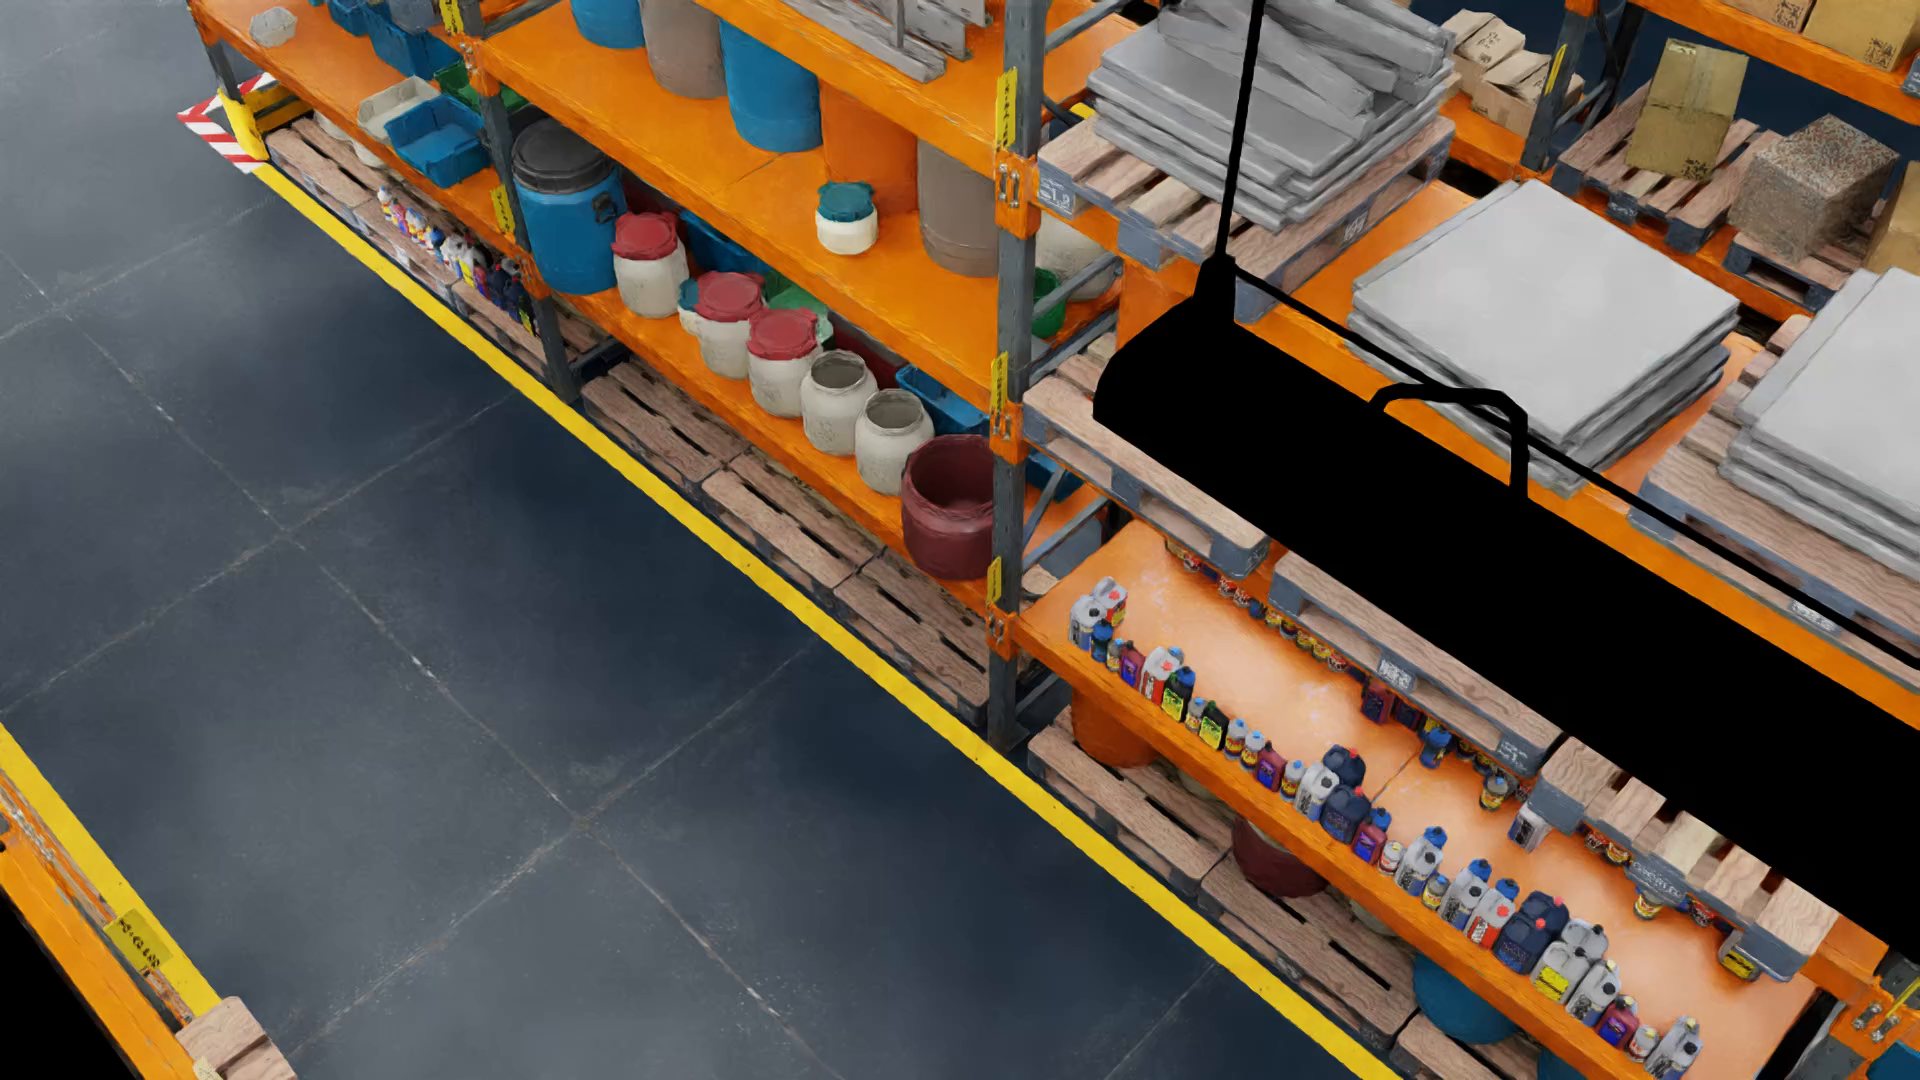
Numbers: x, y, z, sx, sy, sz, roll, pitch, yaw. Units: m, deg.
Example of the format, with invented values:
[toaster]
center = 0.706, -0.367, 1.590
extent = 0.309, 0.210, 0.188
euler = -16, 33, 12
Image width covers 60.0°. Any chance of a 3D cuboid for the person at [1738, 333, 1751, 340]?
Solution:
[person]
center = 4.309, -0.537, 9.710
extent = 0.598, 1.698, 1.193
euler = -36, 59, -26
